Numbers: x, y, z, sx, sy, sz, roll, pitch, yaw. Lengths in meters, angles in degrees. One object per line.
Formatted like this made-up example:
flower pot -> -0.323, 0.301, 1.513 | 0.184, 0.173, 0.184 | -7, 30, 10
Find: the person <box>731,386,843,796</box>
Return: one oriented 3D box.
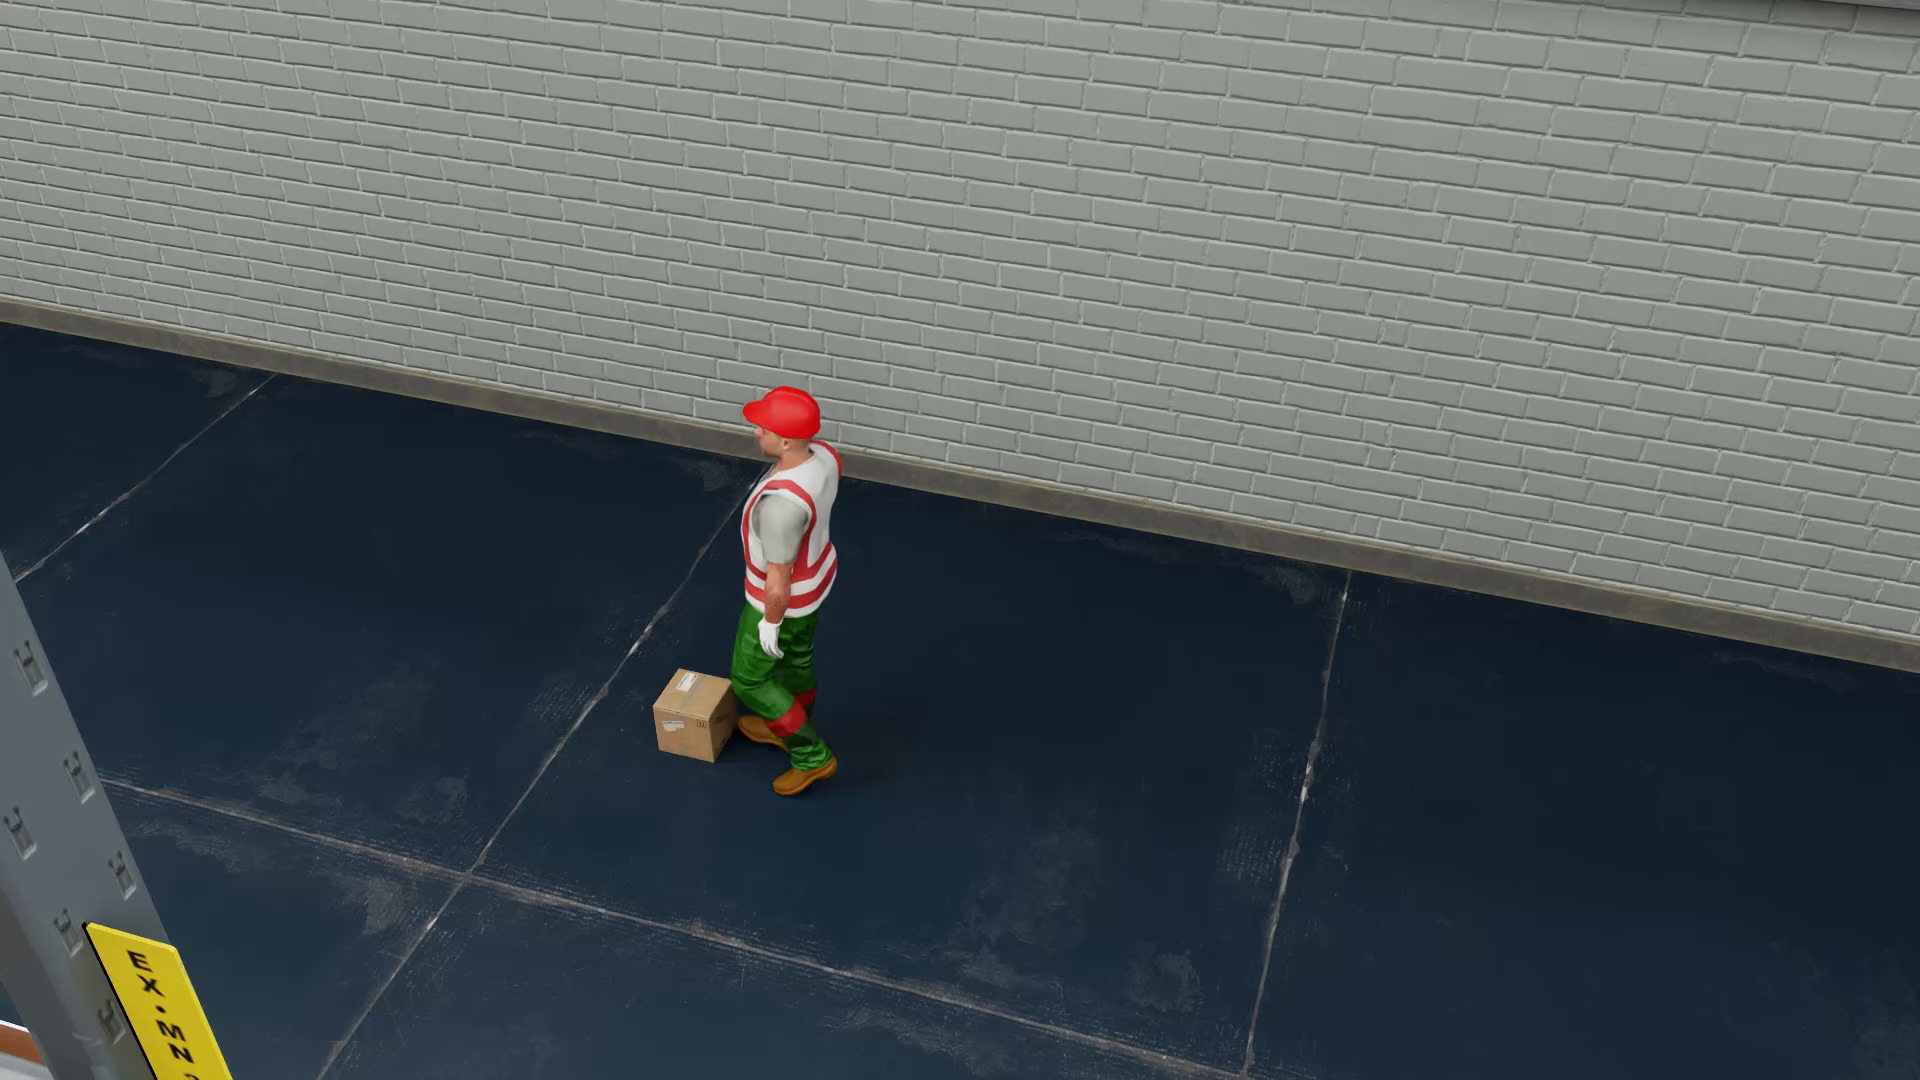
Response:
person -> -0.706, 0.185, 6.367 | 0.532, 1.800, 0.550 | 11, 38, 14
